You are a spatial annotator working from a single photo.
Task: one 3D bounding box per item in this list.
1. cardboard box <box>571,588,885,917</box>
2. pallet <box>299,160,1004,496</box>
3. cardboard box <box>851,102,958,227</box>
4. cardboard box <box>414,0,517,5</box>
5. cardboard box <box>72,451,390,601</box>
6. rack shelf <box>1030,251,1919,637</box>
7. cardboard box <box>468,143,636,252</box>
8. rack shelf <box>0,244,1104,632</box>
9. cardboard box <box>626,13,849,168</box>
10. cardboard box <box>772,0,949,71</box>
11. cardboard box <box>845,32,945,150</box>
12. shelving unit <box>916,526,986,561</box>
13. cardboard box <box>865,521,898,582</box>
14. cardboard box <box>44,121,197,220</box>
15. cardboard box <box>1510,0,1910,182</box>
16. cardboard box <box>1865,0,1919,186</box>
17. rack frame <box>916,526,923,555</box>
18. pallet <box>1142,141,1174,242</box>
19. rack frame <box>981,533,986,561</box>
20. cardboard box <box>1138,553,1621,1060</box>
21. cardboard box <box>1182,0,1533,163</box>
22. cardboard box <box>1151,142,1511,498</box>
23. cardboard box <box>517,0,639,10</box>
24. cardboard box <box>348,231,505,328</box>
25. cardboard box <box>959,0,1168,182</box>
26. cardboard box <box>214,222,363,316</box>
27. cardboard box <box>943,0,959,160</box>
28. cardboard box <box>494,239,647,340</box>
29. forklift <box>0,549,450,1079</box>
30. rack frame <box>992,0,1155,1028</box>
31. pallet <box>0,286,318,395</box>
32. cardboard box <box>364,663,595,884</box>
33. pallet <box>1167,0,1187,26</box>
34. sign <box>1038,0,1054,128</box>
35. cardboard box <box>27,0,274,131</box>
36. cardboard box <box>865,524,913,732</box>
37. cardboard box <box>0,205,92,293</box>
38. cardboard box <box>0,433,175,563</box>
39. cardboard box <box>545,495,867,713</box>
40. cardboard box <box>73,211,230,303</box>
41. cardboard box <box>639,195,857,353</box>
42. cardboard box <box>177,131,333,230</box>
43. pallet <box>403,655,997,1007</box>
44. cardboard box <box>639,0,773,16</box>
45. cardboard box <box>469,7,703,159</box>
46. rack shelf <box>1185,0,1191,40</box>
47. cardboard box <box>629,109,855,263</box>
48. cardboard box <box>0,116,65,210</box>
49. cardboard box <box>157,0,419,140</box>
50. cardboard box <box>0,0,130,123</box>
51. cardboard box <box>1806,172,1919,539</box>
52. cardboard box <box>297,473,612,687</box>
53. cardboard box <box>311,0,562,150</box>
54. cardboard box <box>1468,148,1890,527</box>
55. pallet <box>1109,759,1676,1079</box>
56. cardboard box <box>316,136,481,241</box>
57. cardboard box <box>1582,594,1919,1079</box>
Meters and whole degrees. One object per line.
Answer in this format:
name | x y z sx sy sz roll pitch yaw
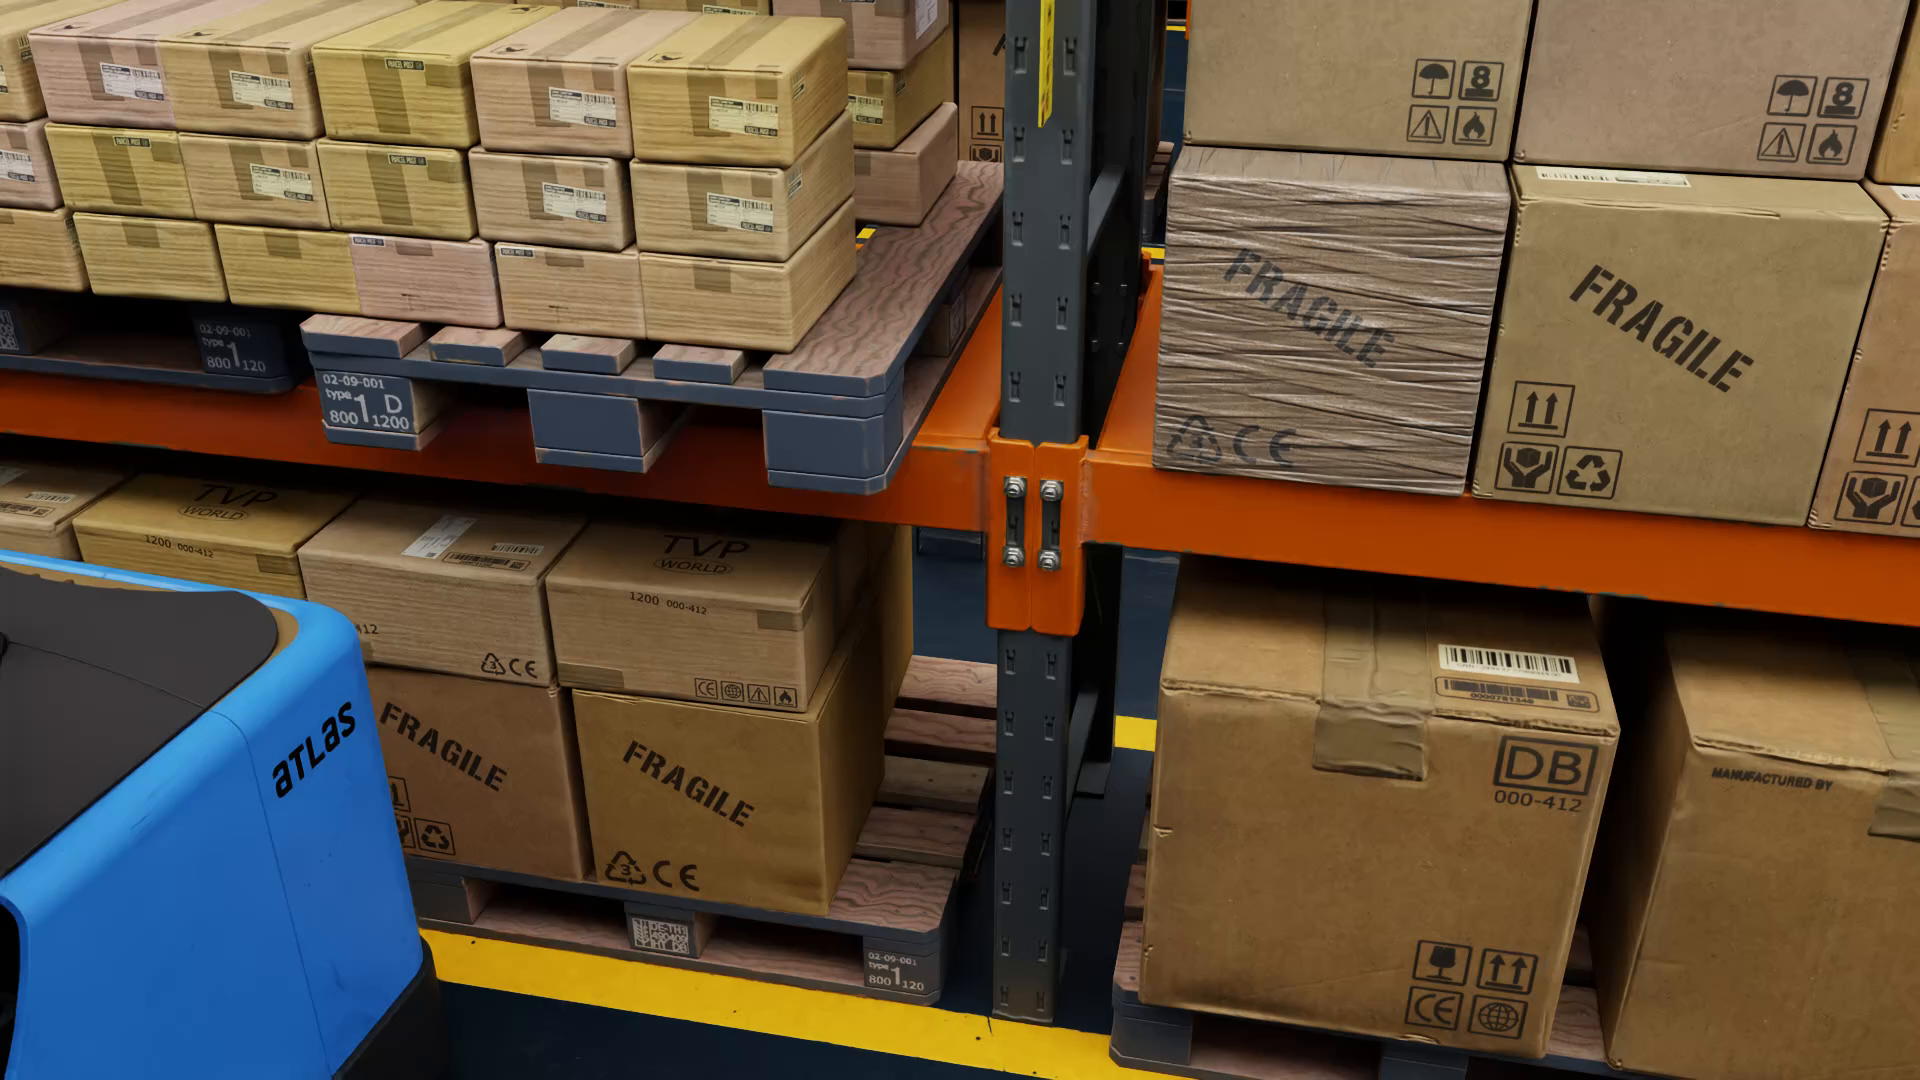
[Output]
cardboard box | -0.466 0.415 3.534 0.500 0.500 0.500 6 29 10
pallet | -0.487 -0.491 3.223 1.003 0.211 1.213 6 29 11
cardboard box | -0.164 -0.768 3.353 0.250 0.149 0.380 5 29 10
cardboard box | -0.941 -1.105 3.350 0.250 0.149 0.380 5 29 8
cardboard box | -1.482 -0.020 3.548 0.500 0.250 0.500 7 29 12
rack shelf | 2.188 -0.038 2.945 4.000 0.370 1.077 6 29 11
cardboard box | -0.608 -0.620 2.774 0.250 0.149 0.380 7 29 12
rack shelf | -1.724 -0.439 3.677 4.000 0.370 1.077 6 29 11
cardboard box | -0.343 -0.723 2.651 0.250 0.149 0.380 5 29 9
cardboard box | -0.184 -1.027 3.207 0.250 0.149 0.380 6 29 11
cardboard box | -0.199 -0.901 3.287 0.250 0.149 0.380 7 30 13
shelving unit | -0.008 -0.396 5.035 0.210 0.900 0.258 6 29 11
cardboard box | -0.392 -0.154 3.792 0.500 0.250 0.500 5 29 8
cardboard box | -1.353 -0.697 2.913 0.250 0.149 0.380 6 29 10
cardboard box | 1.164 -0.937 2.692 0.500 0.500 0.700 5 29 10
cardboard box | 1.666 -0.886 2.600 0.500 0.500 0.700 5 29 10
rack frame | -0.107 -0.406 5.054 0.006 0.900 0.240 6 29 11
pallet | 0.412 -1.780 8.282 1.213 0.211 1.003 6 29 11
rack frame | 0.091 -0.385 5.017 0.006 0.900 0.240 6 29 11
cardboard box | 0.809 0.352 3.389 0.750 0.750 1.050 5 29 10
cardboard box | 0.669 -0.987 2.783 0.500 0.500 0.700 6 29 10
cardboard box | 0.615 -0.426 2.800 0.500 0.500 0.500 6 29 11
cardboard box | -0.682 -1.079 3.301 0.250 0.149 0.380 6 29 10
cardboard box | -0.841 -0.513 2.888 0.250 0.149 0.380 6 29 11
cardboard box | 0.509 -2.249 8.010 0.875 0.875 0.875 6 29 10
cardboard box | -1.084 -0.540 2.936 0.250 0.149 0.380 5 29 10
cardboard box | -0.363 -2.341 8.177 0.875 0.875 0.875 6 29 11
cardboard box | -0.589 -0.487 2.841 0.250 0.149 0.380 6 29 10
forklift | -1.909 0.381 1.502 1.130 2.935 3.031 8 30 15
rack frame | 0.232 -0.554 3.138 0.127 3.000 1.000 6 29 11
pallet | -1.713 -0.649 3.512 1.213 0.211 1.003 6 29 11
cardboard box | -0.973 0.361 3.632 0.500 0.500 0.500 7 29 13
pallet | 1.477 -4.090 12.500 1.213 0.211 1.003 6 29 11
sign | 0.128 -0.771 2.412 0.005 0.325 0.100 6 29 11
cardboard box | -1.341 -0.827 2.842 0.250 0.149 0.380 6 29 11
cardboard box | -0.407 0.168 3.986 0.500 0.500 0.500 5 29 8
cardboard box | -1.600 -0.593 3.033 0.250 0.149 0.380 7 29 12
cardboard box | -1.993 -0.068 3.636 0.500 0.250 0.500 7 29 12
cardboard box | -0.492 0.084 3.358 0.500 0.250 0.500 5 29 9
cardboard box | -1.347 -0.566 2.984 0.250 0.149 0.380 5 29 8
cardboard box | -0.347 -0.462 2.794 0.250 0.149 0.380 6 29 11
cardboard box | -1.110 -0.671 2.866 0.250 0.149 0.380 6 29 11
pallet | -0.532 0.590 3.952 1.213 0.211 1.003 6 29 11
cardboard box | -0.443 -1.052 3.253 0.250 0.149 0.380 5 29 9
cardboard box | -0.588 -0.749 2.699 0.250 0.149 0.380 6 29 10
rack shelf | -0.789 -2.774 7.942 4.000 0.370 1.077 6 29 11
cardboard box | -0.346 -0.594 2.726 0.250 0.149 0.380 6 29 12
cardboard box | -1.608 -0.722 2.961 0.250 0.149 0.380 7 29 12
cardboard box | -1.106 -0.800 2.793 0.250 0.149 0.380 7 29 12
cardboard box | -1.607 -0.853 2.890 0.250 0.149 0.380 7 30 13
cardboard box | 1.606 -0.326 2.617 0.500 0.500 0.500 6 29 11
cardboard box | -0.988 0.038 3.441 0.500 0.250 0.500 6 29 11
cardboard box | -0.844 -0.775 2.747 0.250 0.149 0.380 7 29 12
cardboard box | 1.112 -0.376 2.710 0.500 0.500 0.500 6 29 10
pallet | 0.987 0.784 3.599 1.213 0.211 1.003 6 29 11
cardboard box | -0.866 -0.645 2.820 0.250 0.149 0.380 7 29 12
cardboard box | 1.664 0.438 3.232 0.750 0.750 1.050 6 29 11
